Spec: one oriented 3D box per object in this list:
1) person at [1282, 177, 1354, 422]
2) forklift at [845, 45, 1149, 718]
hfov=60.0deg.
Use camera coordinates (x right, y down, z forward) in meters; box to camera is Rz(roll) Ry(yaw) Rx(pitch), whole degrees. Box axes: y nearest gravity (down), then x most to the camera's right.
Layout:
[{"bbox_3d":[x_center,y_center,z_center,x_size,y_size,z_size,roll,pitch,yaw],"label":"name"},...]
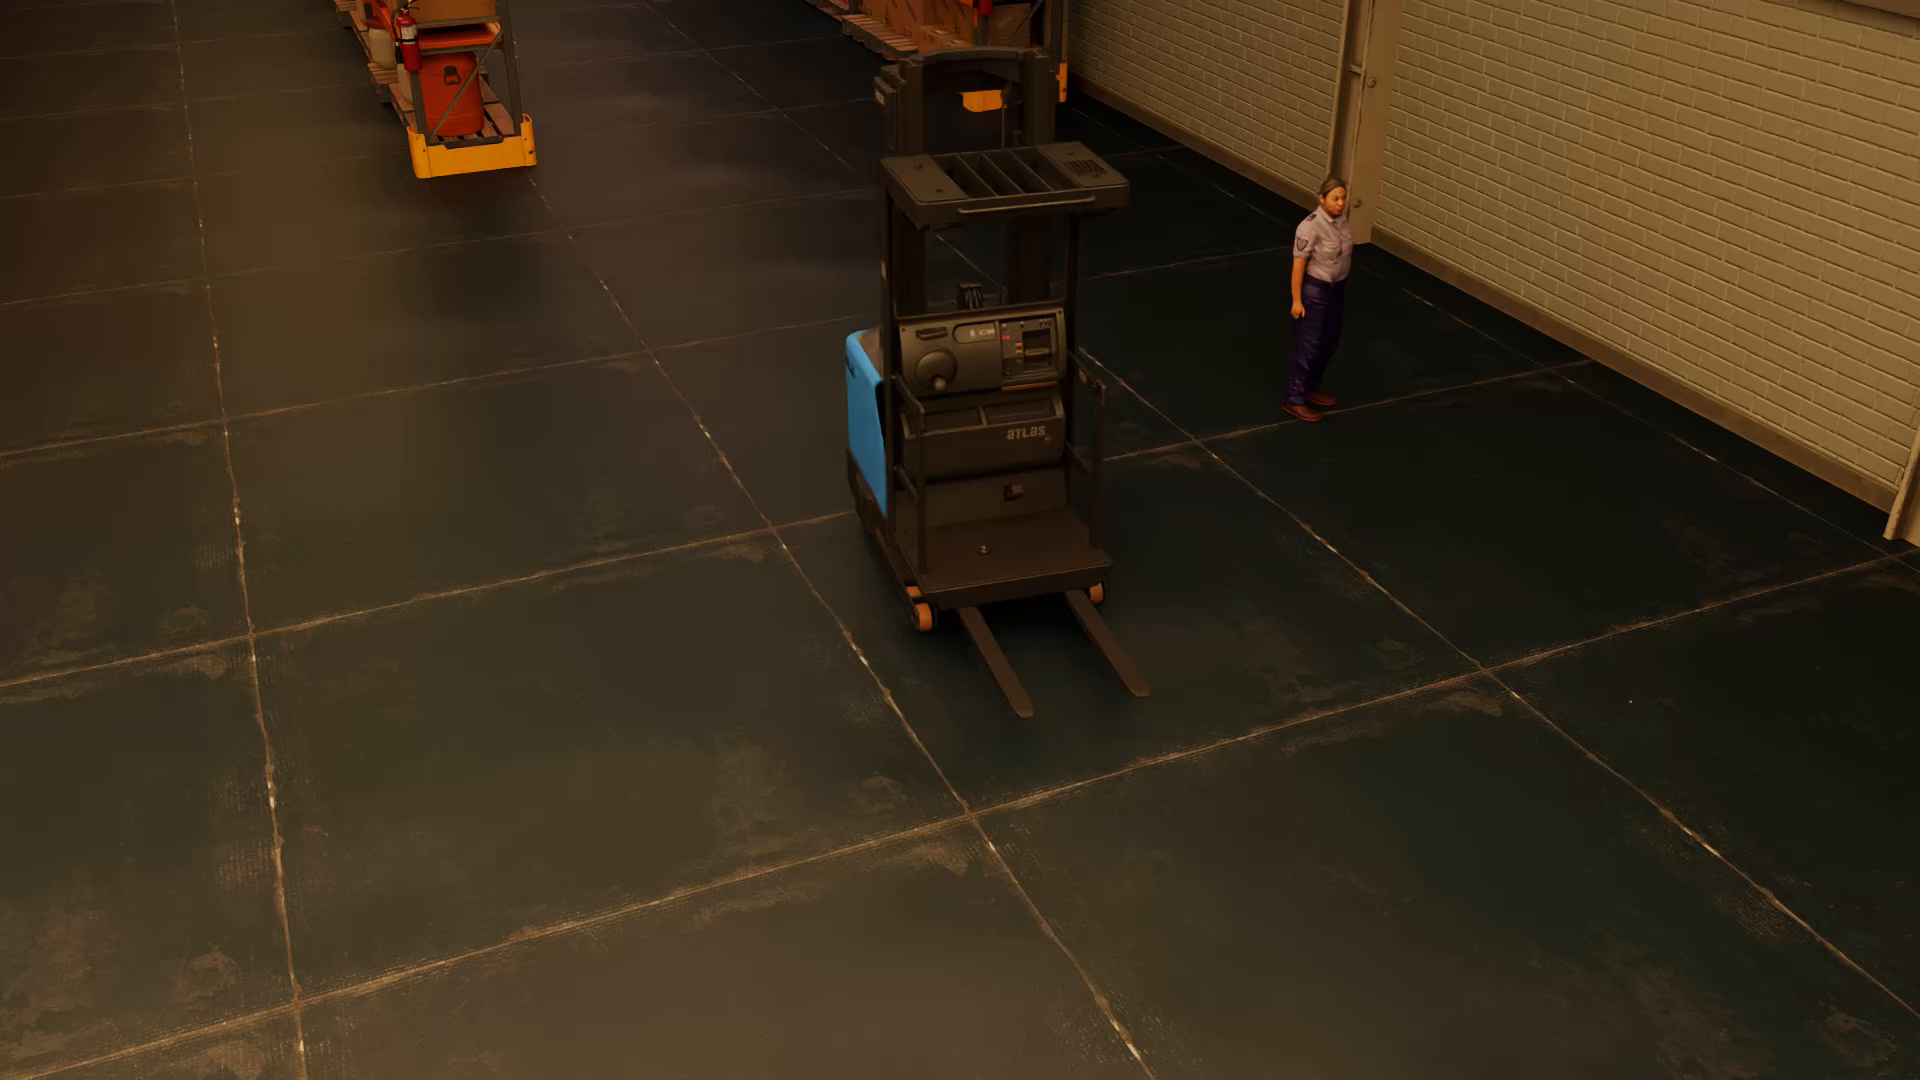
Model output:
[{"bbox_3d":[2.456,-1.653,11.308,0.379,1.651,0.549,24,38,36],"label":"person"},{"bbox_3d":[0.192,-0.980,8.834,1.130,2.935,3.031,-8,31,-14],"label":"forklift"}]
